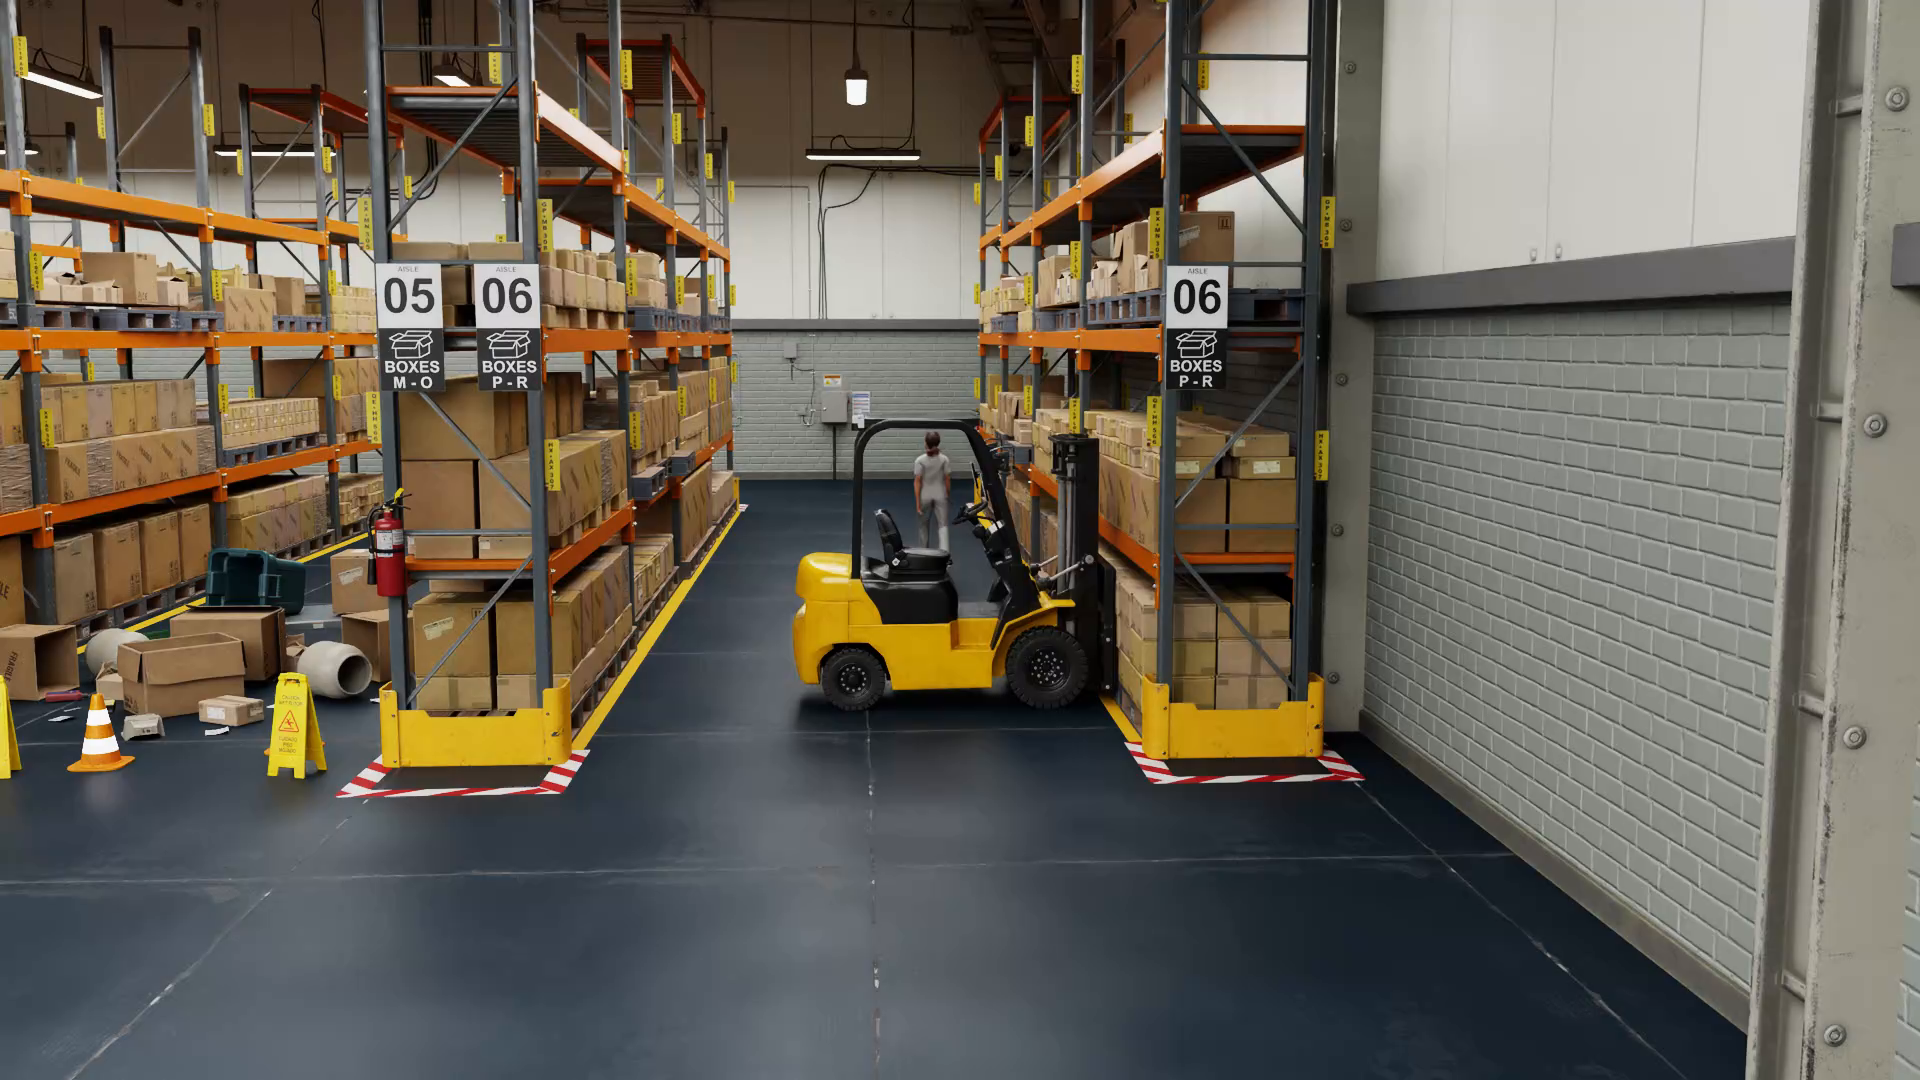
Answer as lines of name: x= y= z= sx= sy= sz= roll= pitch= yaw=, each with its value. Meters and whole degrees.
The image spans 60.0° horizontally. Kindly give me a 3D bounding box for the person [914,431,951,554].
person: x=-0.328 y=-0.471 z=19.625 sx=0.440 sy=1.635 sz=0.864 roll=0 pitch=7 yaw=-3
